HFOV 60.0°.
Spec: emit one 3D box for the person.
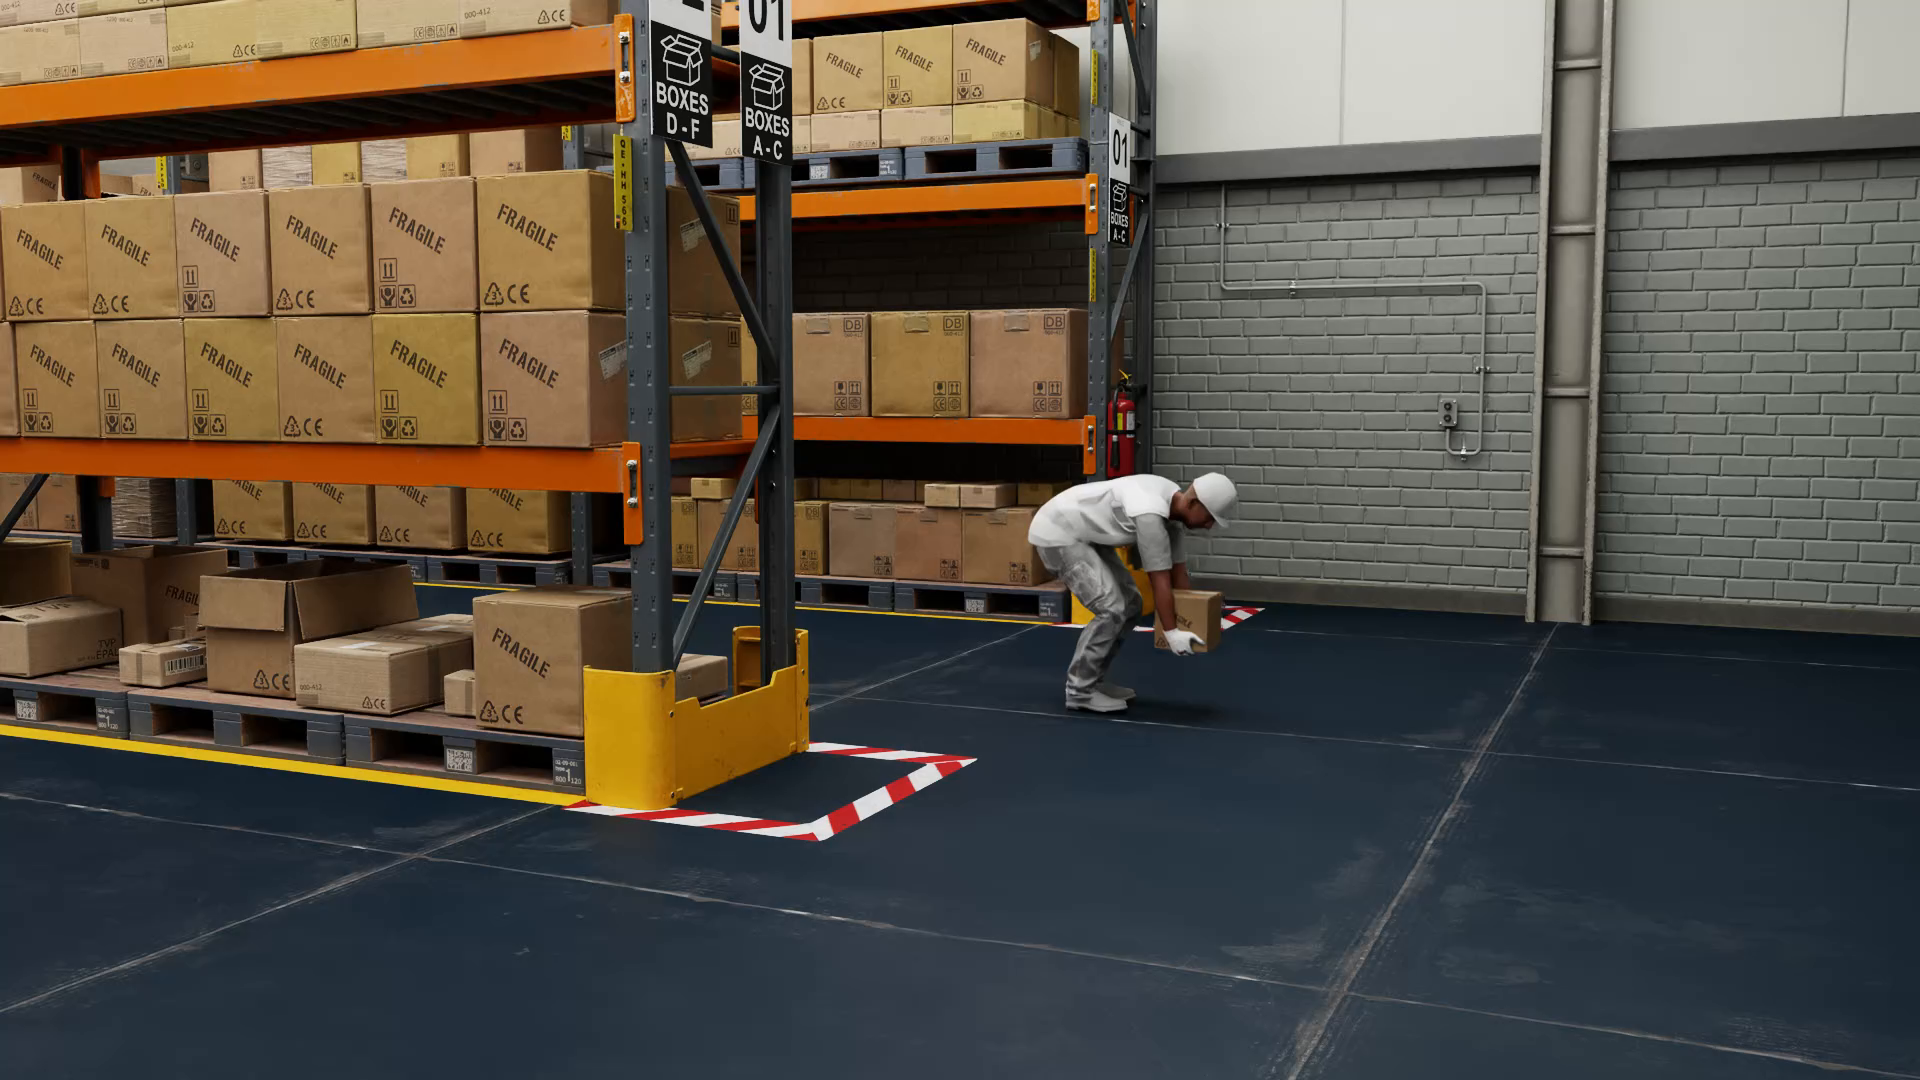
[{"bbox_3d":[0.812,0.237,7.841,0.974,1.124,0.520,2,6,21],"label":"person"}]
